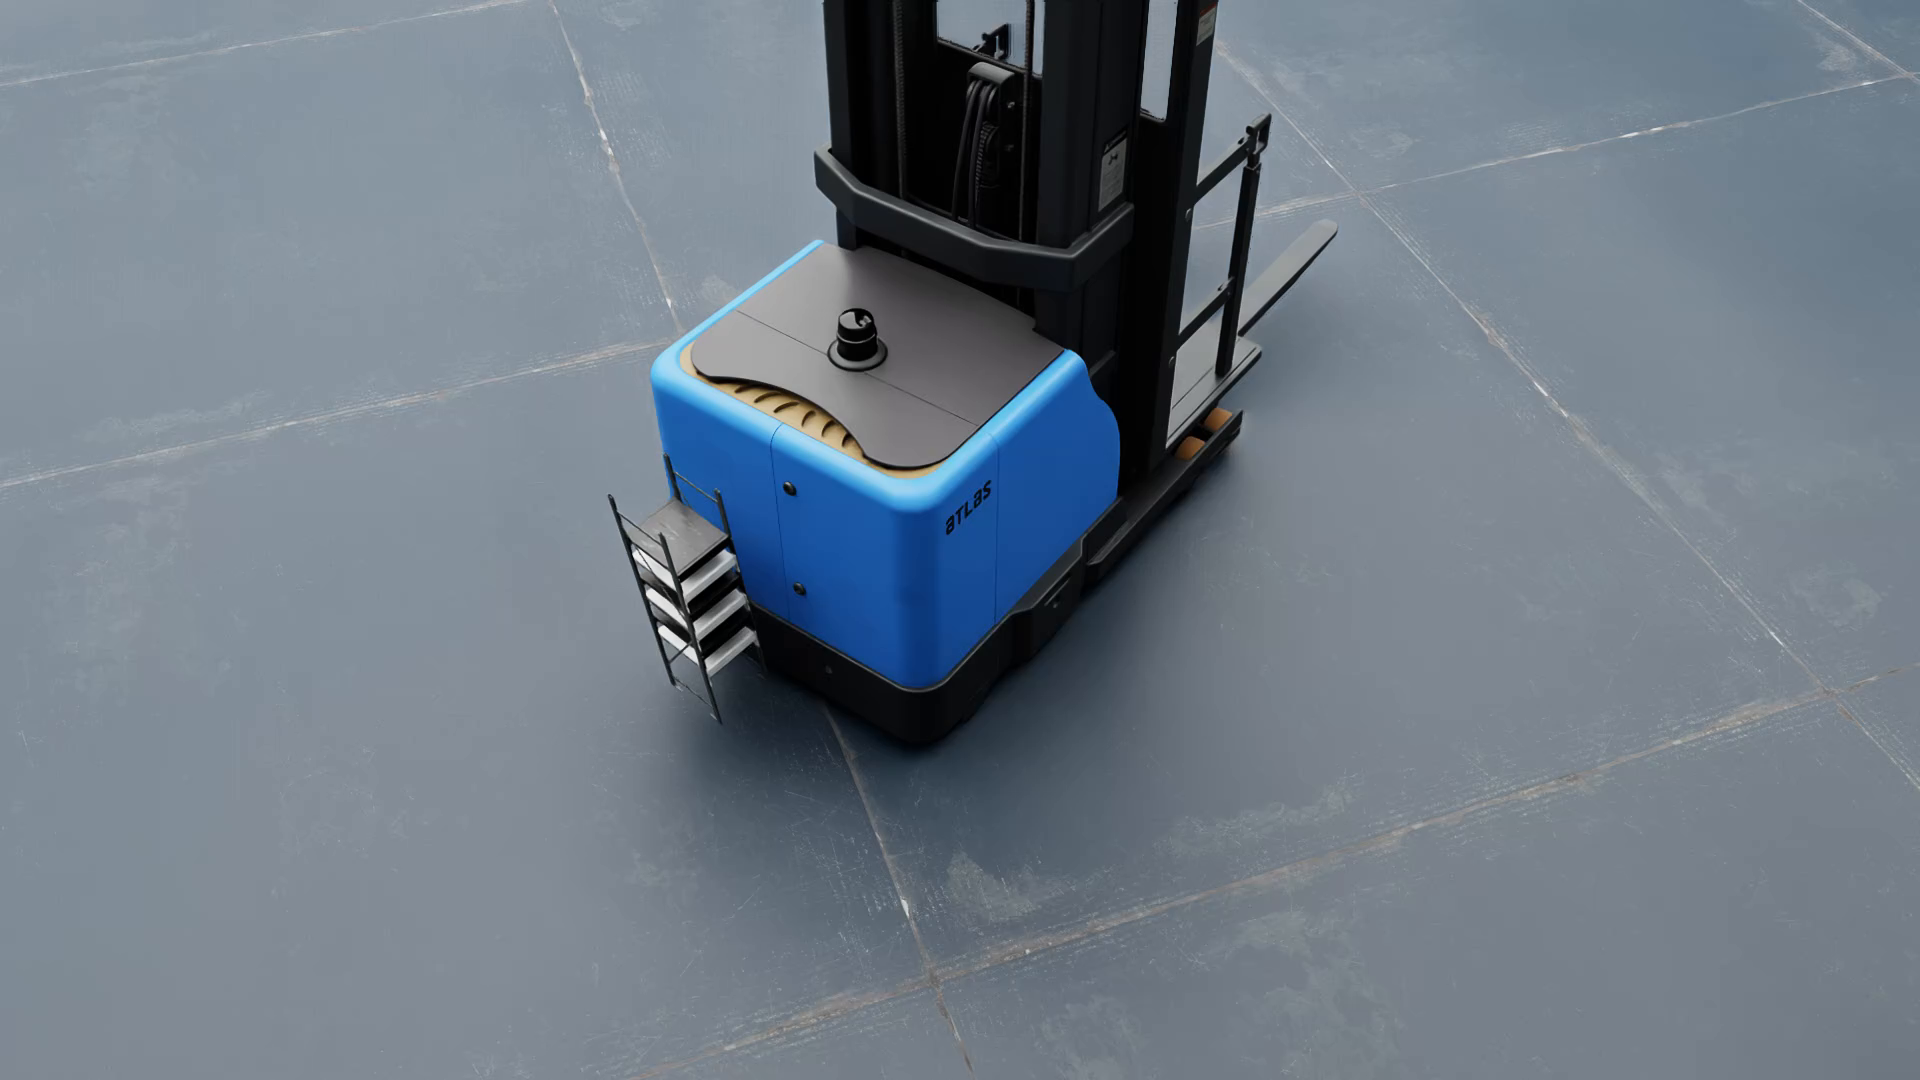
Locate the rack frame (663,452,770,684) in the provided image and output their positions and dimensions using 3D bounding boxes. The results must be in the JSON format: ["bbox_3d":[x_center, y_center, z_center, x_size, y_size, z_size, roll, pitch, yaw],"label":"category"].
[{"bbox_3d":[-0.722,0.103,4.986,0.240,0.900,0.006,33,60,29],"label":"rack frame"}]

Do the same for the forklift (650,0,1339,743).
[{"bbox_3d":[0.367,-1.425,5.100,1.130,2.935,3.031,27,51,25],"label":"forklift"}]

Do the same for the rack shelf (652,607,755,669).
[{"bbox_3d":[-0.782,0.243,5.034,0.258,0.077,0.200,33,60,29],"label":"rack shelf"}]

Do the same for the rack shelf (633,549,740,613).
[{"bbox_3d":[-0.801,0.067,4.830,0.258,0.077,0.200,33,60,29],"label":"rack shelf"}]

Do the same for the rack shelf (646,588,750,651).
[{"bbox_3d":[-0.788,0.184,4.966,0.258,0.077,0.200,33,60,29],"label":"rack shelf"}]

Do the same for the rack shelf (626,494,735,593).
[{"bbox_3d":[-0.807,0.008,4.762,0.258,0.077,0.200,33,60,29],"label":"rack shelf"}]

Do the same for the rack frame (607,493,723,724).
[{"bbox_3d":[-0.860,0.222,4.896,0.240,0.900,0.006,33,60,29],"label":"rack frame"}]

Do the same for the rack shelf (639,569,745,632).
[{"bbox_3d":[-0.794,0.126,4.898,0.258,0.077,0.200,33,60,29],"label":"rack shelf"}]

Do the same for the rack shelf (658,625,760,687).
[{"bbox_3d":[-0.776,0.302,5.102,0.258,0.077,0.200,33,60,29],"label":"rack shelf"}]

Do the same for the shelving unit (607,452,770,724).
[{"bbox_3d":[-0.791,0.163,4.941,0.258,0.900,0.210,33,60,29],"label":"shelving unit"}]
